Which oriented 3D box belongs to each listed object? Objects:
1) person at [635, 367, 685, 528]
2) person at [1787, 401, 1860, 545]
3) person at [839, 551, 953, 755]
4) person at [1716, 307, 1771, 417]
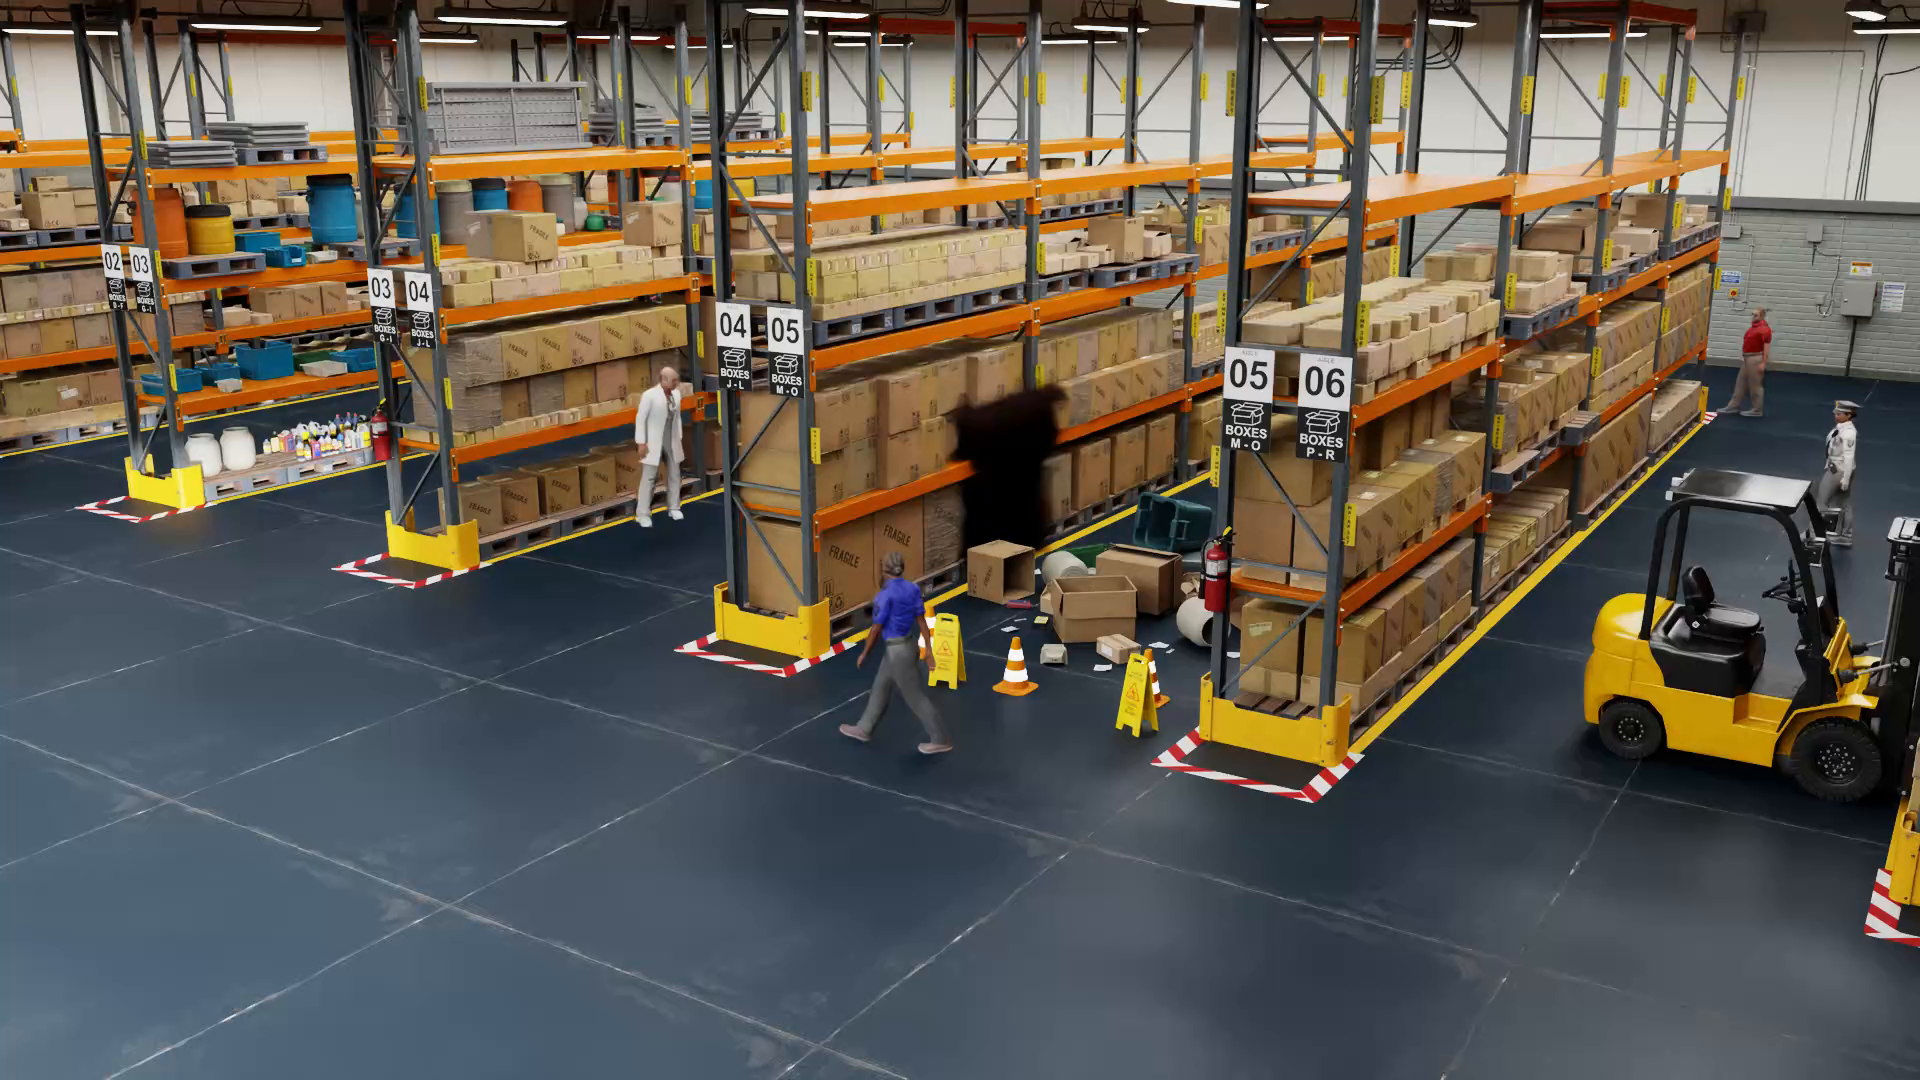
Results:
[{"bbox_3d":[-3.363,-1.064,18.662,0.685,1.766,0.469,-11,19,-35],"label":"person"},{"bbox_3d":[9.906,-0.773,18.902,0.638,1.657,0.473,14,21,41],"label":"person"},{"bbox_3d":[-0.525,0.919,13.010,0.978,1.503,0.404,3,16,11],"label":"person"},{"bbox_3d":[12.339,-2.806,26.117,0.652,1.725,0.569,5,16,18],"label":"person"}]
